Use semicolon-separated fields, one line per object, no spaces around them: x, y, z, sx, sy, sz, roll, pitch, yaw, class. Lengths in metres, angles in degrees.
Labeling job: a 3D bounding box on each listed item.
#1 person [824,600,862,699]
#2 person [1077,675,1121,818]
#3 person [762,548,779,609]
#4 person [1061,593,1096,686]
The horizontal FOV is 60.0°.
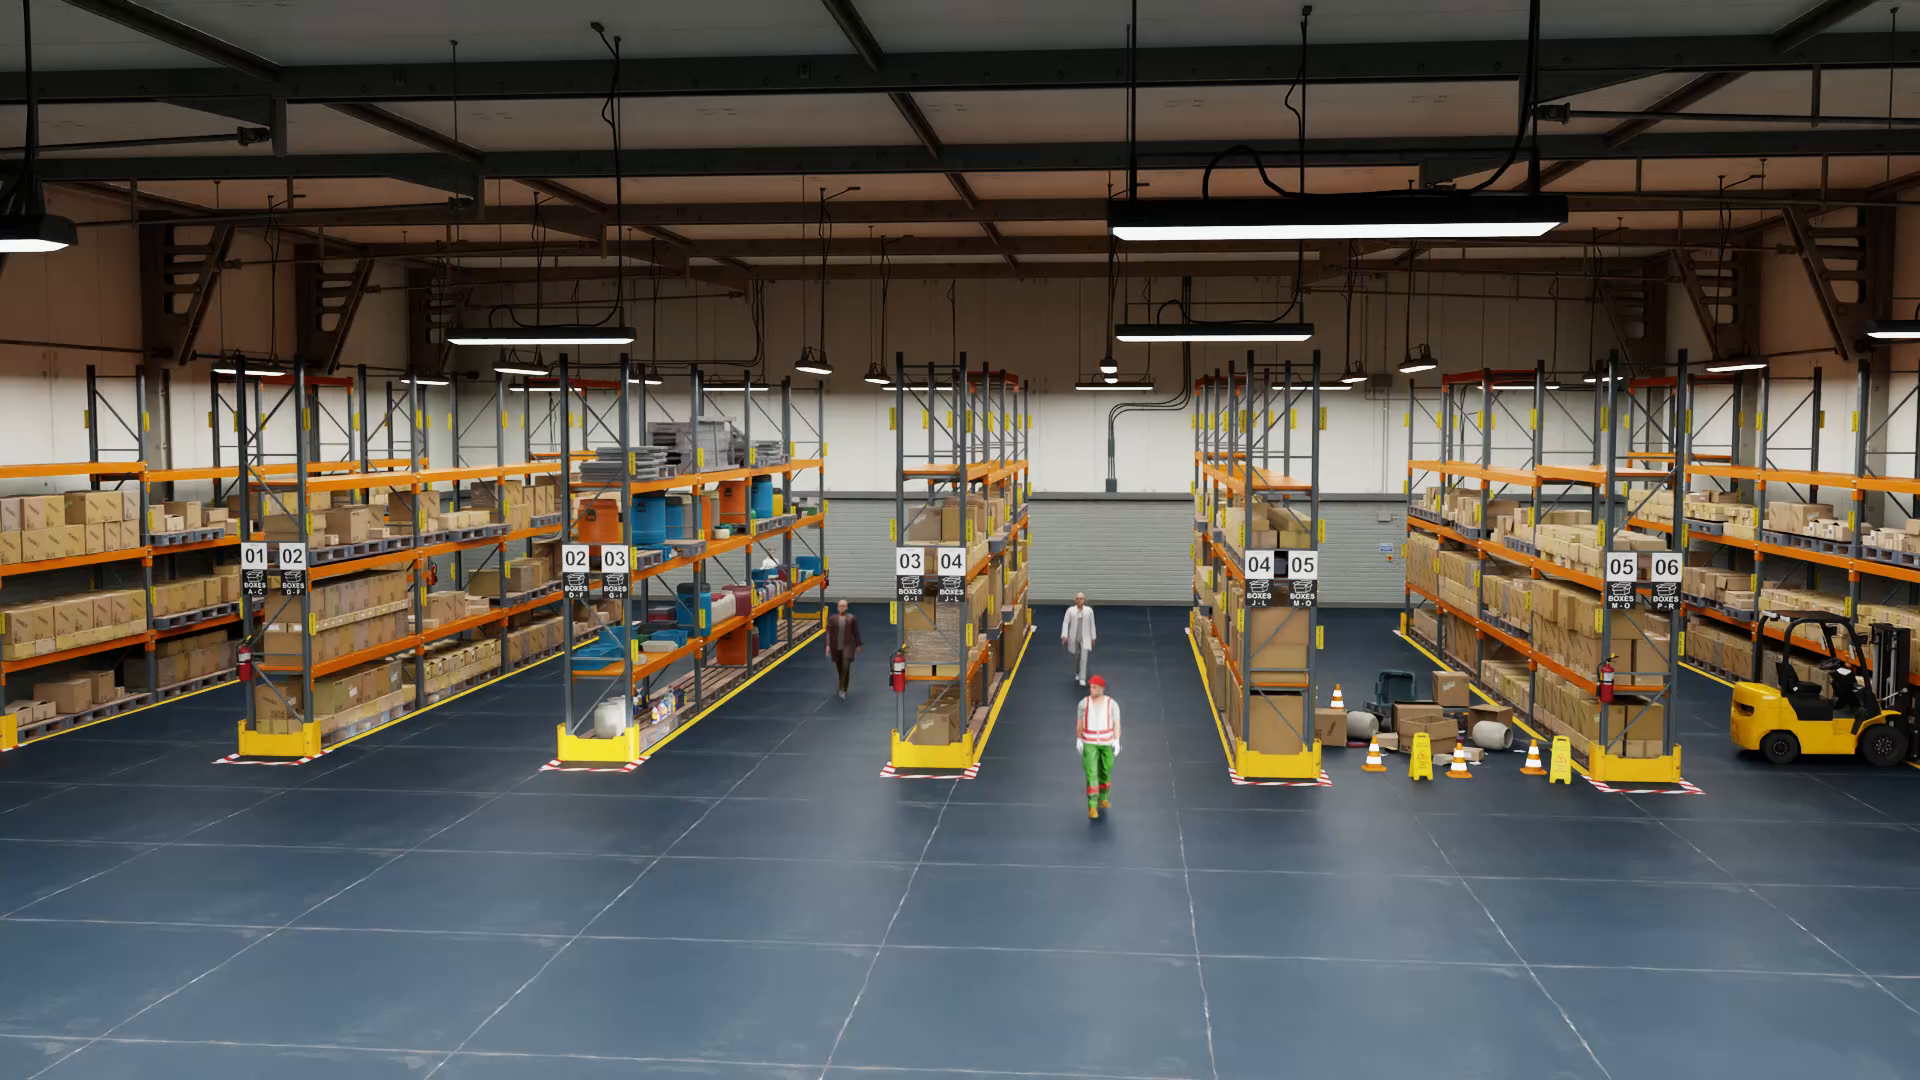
-2.161;1.961;30.306;0.601;1.727;1.100;1;4;14;person
1.760;2.598;21.113;0.565;1.746;0.978;0;4;6;person
-5.019;1.011;44.364;0.497;1.604;1.053;-3;5;-37;person
2.250;1.877;31.569;0.642;1.725;1.125;1;4;9;person
